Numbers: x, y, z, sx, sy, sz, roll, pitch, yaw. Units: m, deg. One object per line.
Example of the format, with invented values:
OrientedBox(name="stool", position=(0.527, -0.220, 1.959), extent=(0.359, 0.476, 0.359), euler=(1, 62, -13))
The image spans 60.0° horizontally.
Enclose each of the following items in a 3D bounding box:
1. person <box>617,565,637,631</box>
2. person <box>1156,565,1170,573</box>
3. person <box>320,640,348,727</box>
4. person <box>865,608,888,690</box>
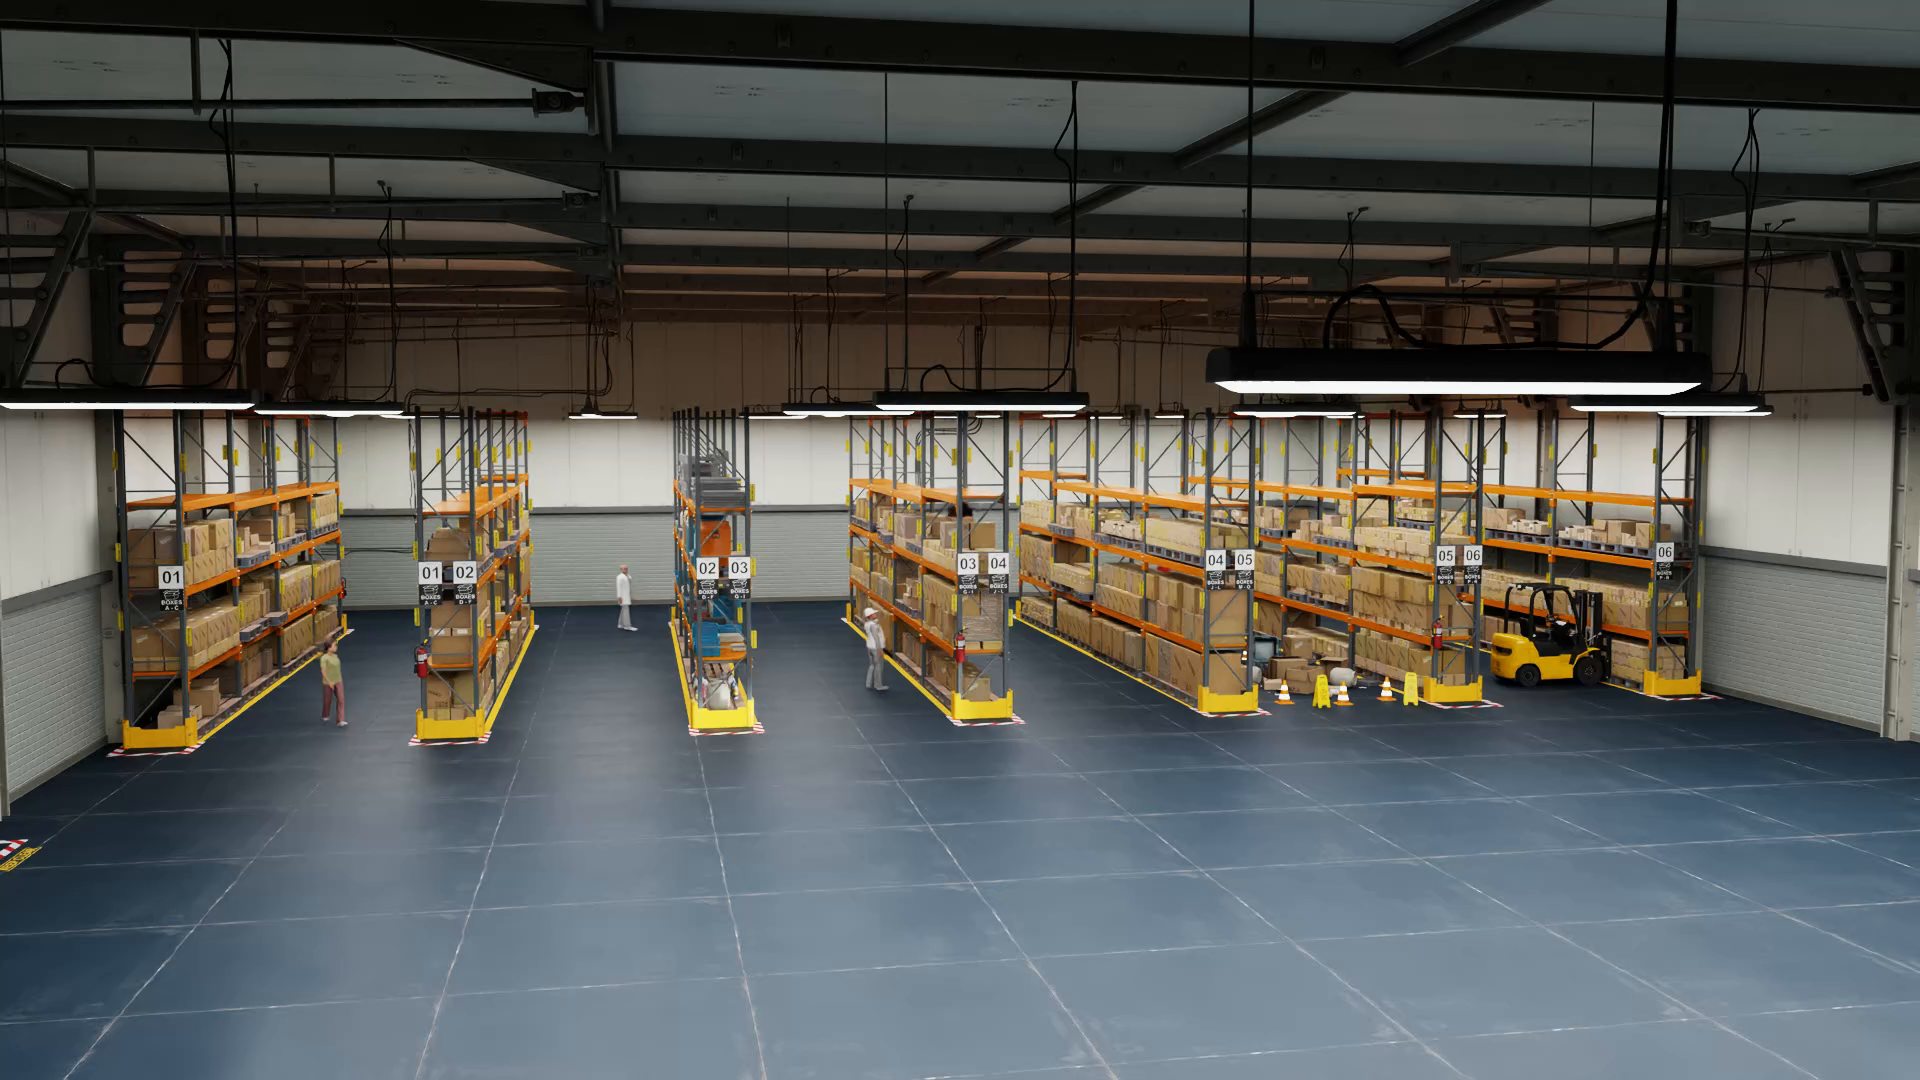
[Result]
OrientedBox(name="person", position=(-9.153, 1.579, 45.855), extent=(0.614, 1.798, 0.609), euler=(1, 4, 9))
OrientedBox(name="person", position=(6.321, 1.199, 51.565), extent=(0.876, 1.682, 0.576), euler=(-1, 4, -18))
OrientedBox(name="person", position=(-11.821, 2.687, 31.277), extent=(0.418, 1.625, 1.010), euler=(-3, 5, -34))
OrientedBox(name="person", position=(-1.774, 2.319, 35.498), extent=(0.469, 1.763, 0.596), euler=(-2, 5, -30))
